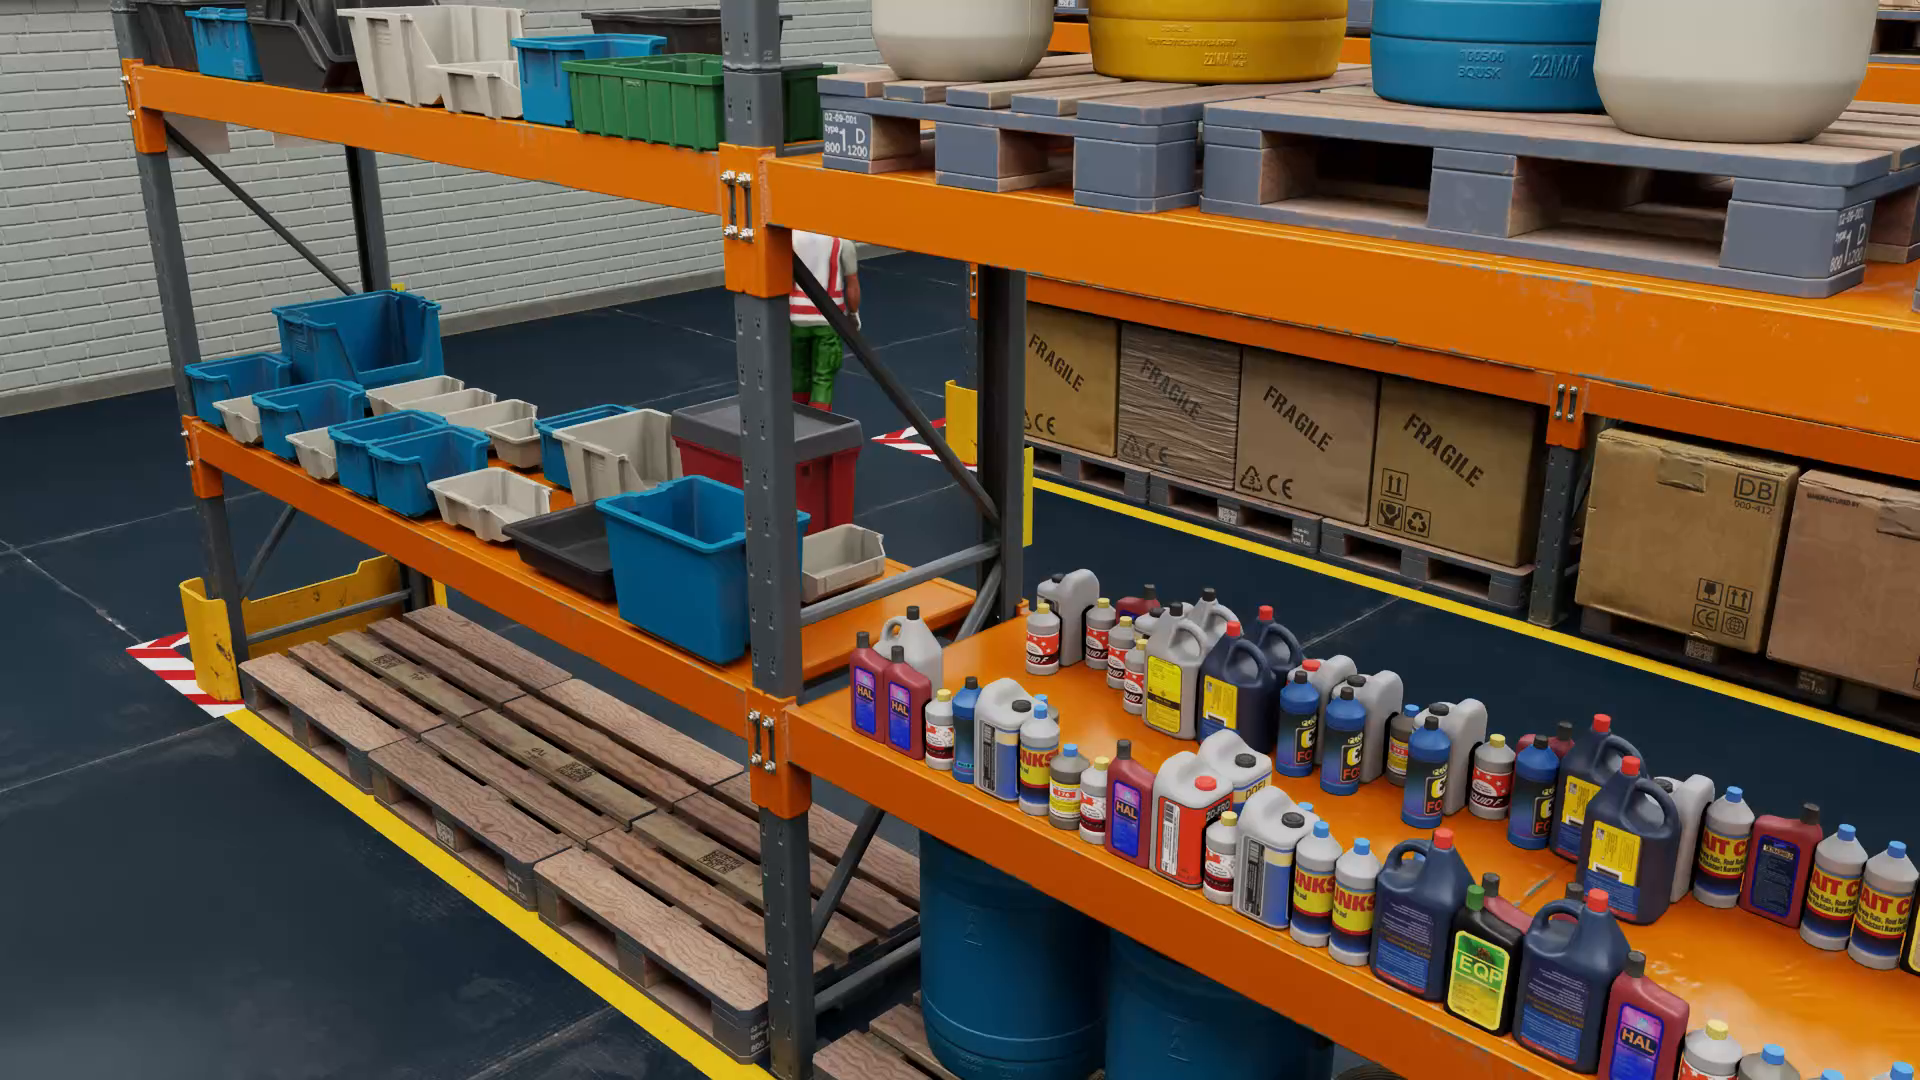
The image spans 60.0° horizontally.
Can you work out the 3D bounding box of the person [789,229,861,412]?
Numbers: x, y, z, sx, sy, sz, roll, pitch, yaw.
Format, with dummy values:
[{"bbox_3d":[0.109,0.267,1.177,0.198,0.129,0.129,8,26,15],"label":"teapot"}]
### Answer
[{"bbox_3d":[-0.951,-1.492,11.006,0.614,1.744,0.915,2,20,4],"label":"person"}]
